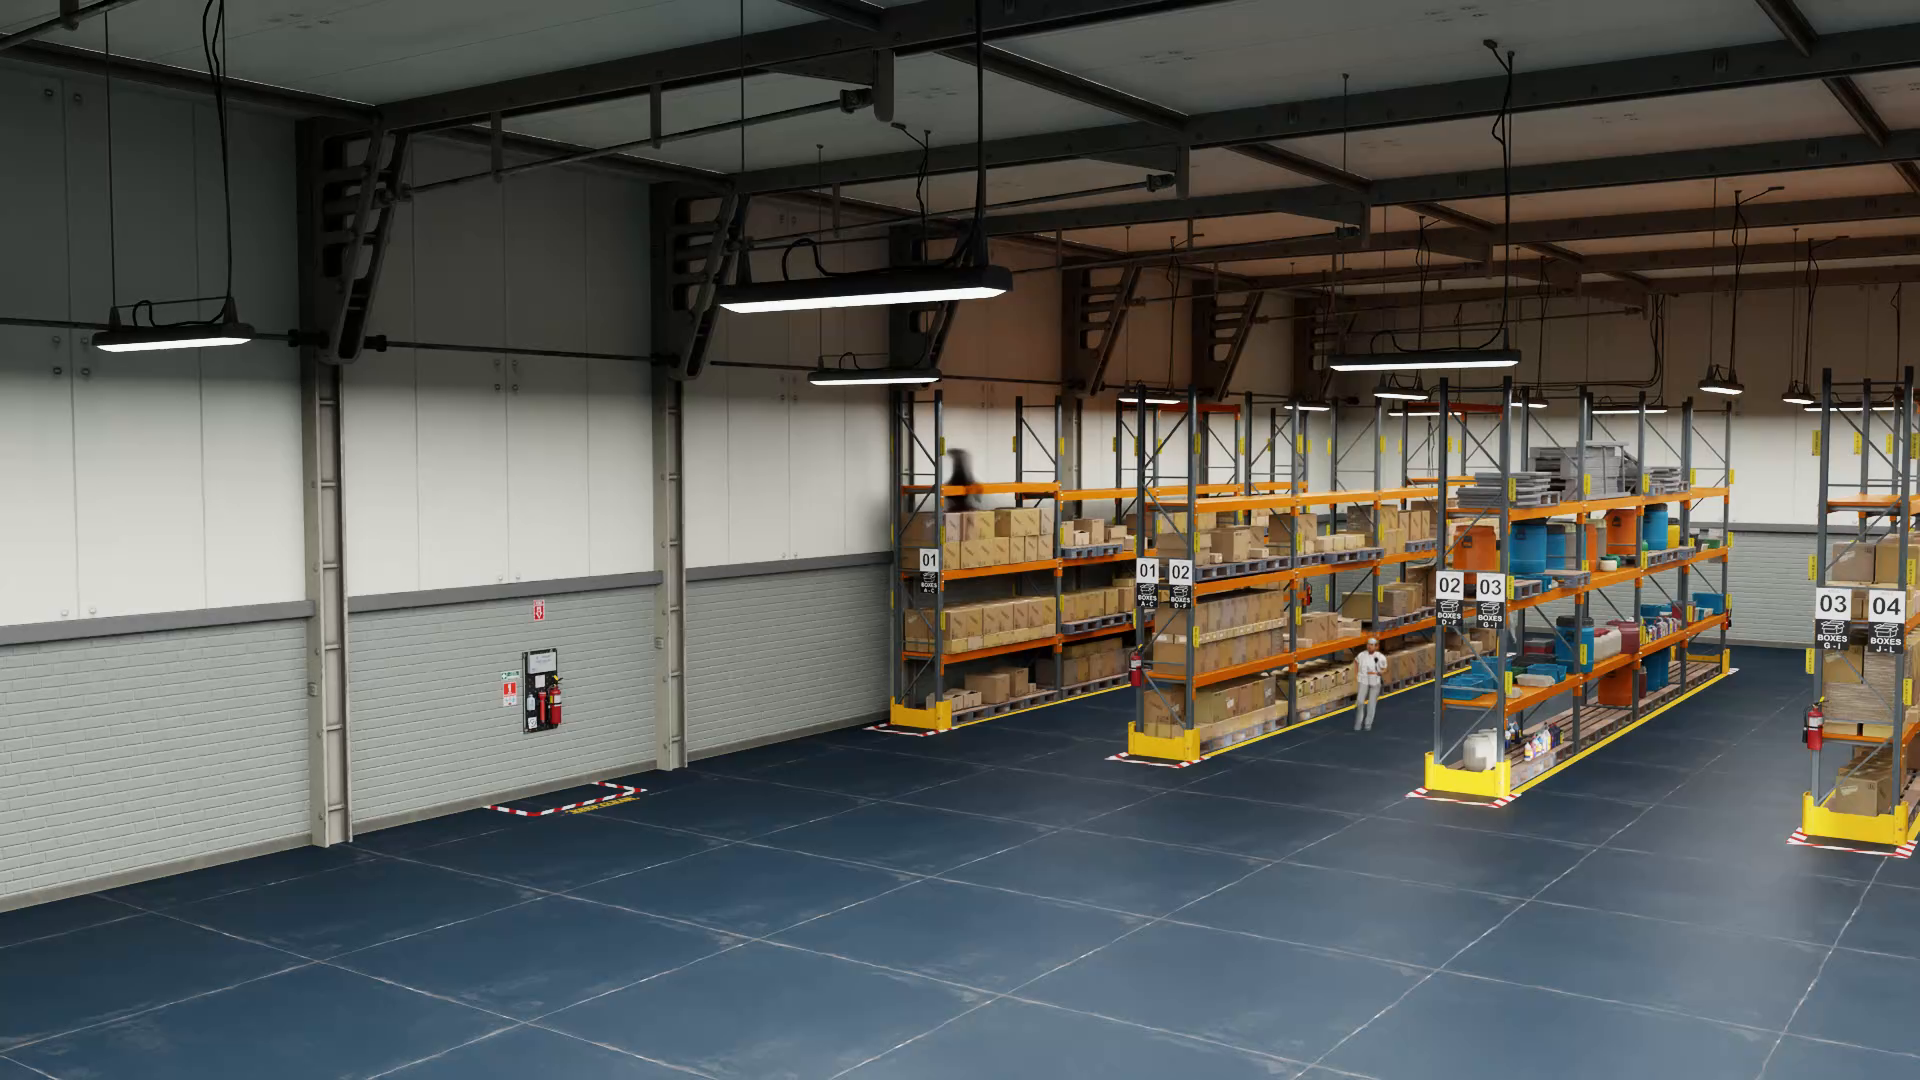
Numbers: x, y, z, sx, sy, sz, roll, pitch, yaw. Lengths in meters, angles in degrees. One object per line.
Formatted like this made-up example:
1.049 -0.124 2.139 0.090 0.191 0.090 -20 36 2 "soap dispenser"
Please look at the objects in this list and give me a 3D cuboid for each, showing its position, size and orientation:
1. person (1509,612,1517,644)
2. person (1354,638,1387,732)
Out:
13.790 1.781 42.356 0.630 1.693 0.921 -1 3 -18 "person"
7.185 2.543 29.141 0.583 1.659 0.642 1 3 16 "person"
